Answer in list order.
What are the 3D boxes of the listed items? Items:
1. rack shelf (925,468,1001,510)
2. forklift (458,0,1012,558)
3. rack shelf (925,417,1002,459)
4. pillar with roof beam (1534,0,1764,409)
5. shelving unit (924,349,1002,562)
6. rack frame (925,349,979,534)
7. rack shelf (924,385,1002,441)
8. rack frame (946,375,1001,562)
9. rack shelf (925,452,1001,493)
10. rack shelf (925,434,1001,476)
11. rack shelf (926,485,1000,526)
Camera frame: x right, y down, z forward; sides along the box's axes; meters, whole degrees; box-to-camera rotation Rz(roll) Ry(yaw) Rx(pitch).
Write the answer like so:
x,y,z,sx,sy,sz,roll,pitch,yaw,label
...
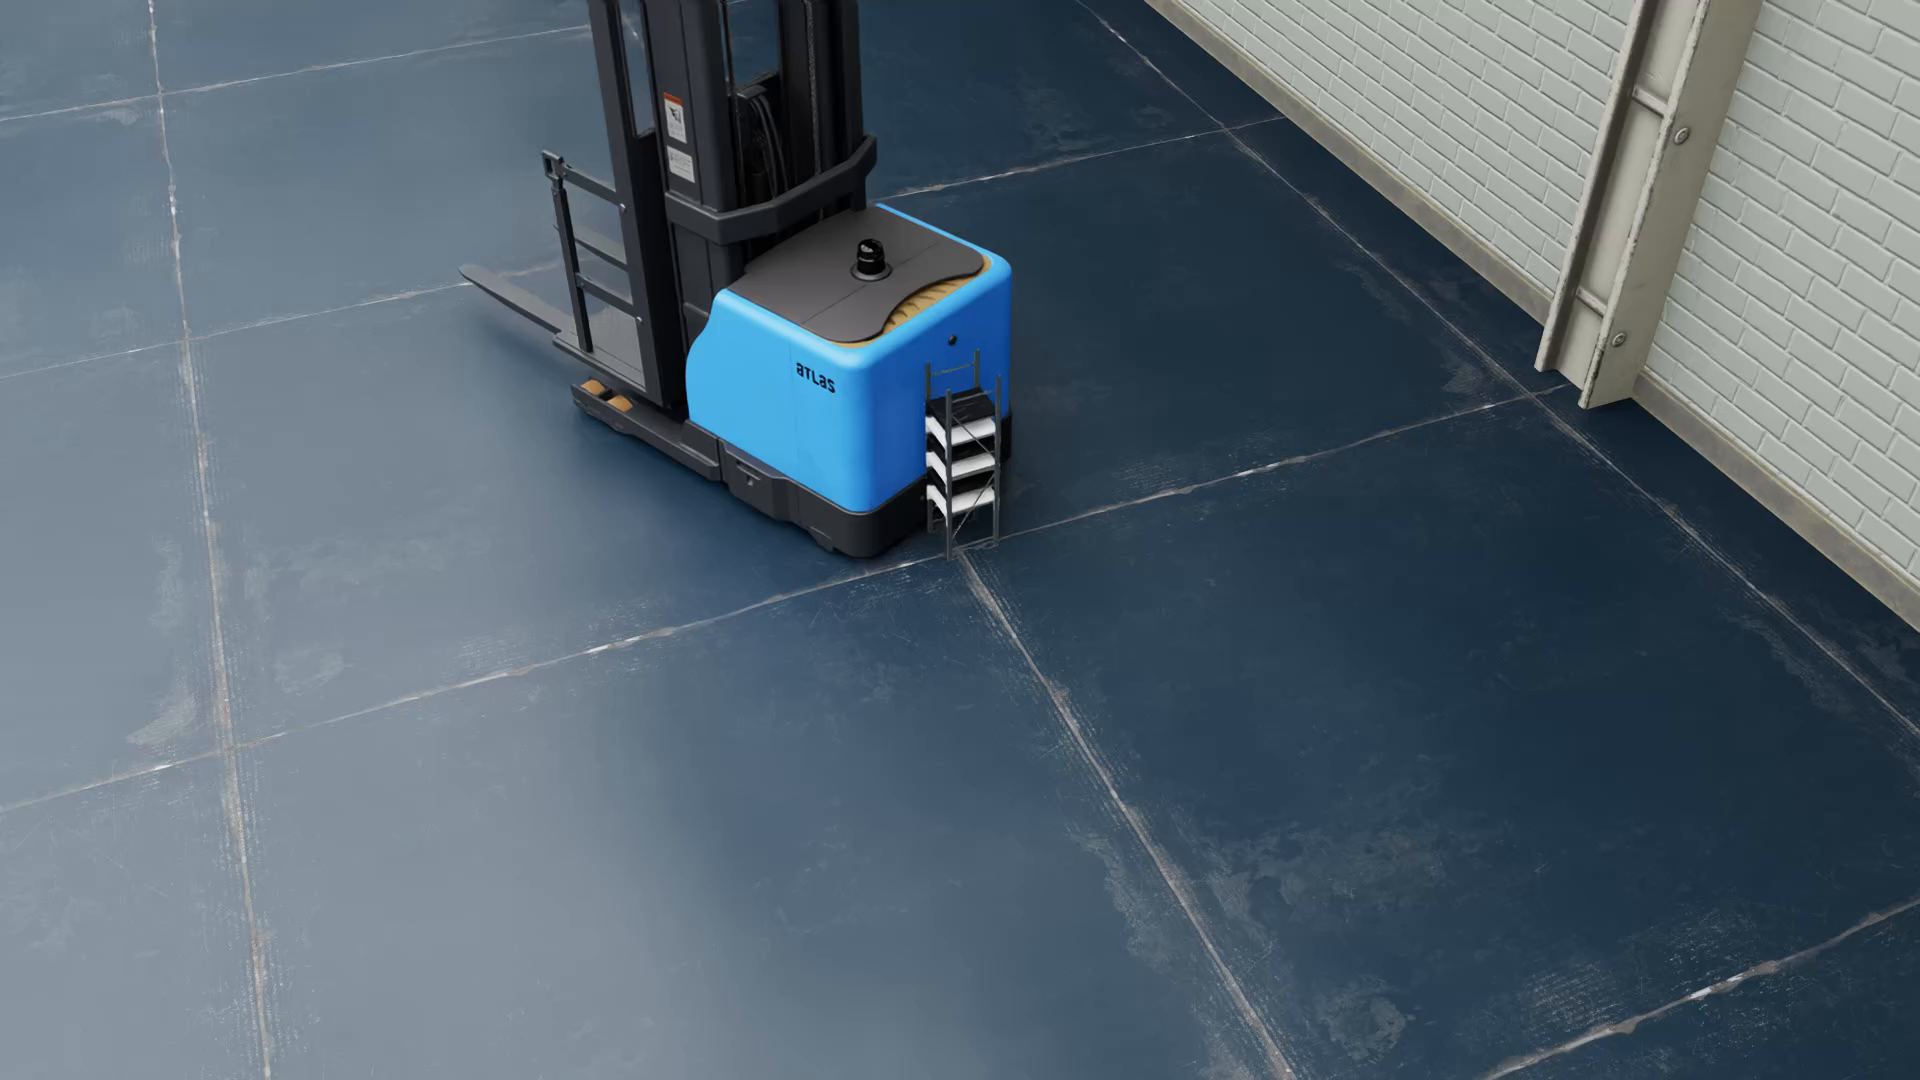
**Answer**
x,y,z,sx,sy,sz,roll,pitch,yaw,label
0.012,-0.248,7.037,0.258,0.077,0.200,-17,44,-19,rack shelf
-1.211,-1.856,7.160,3.031,2.935,1.130,29,49,30,forklift
0.012,-0.452,6.861,0.258,0.077,0.200,-17,44,-19,rack shelf
-0.914,-3.121,3.978,9.100,9.000,0.400,-15,43,-17,pillar with roof beam
0.012,-0.341,6.956,0.258,0.900,0.210,-17,44,-19,shelving unit
-0.031,-0.401,7.026,0.240,0.900,0.006,-17,44,-19,rack frame
0.012,-0.520,6.802,0.258,0.077,0.200,-17,44,-19,rack shelf
0.055,-0.281,6.887,0.240,0.900,0.006,-17,44,-19,rack frame
0.012,-0.316,6.978,0.258,0.077,0.200,-17,44,-19,rack shelf
0.012,-0.384,6.919,0.258,0.077,0.200,-17,44,-19,rack shelf
0.012,-0.179,7.095,0.258,0.077,0.200,-17,44,-19,rack shelf
